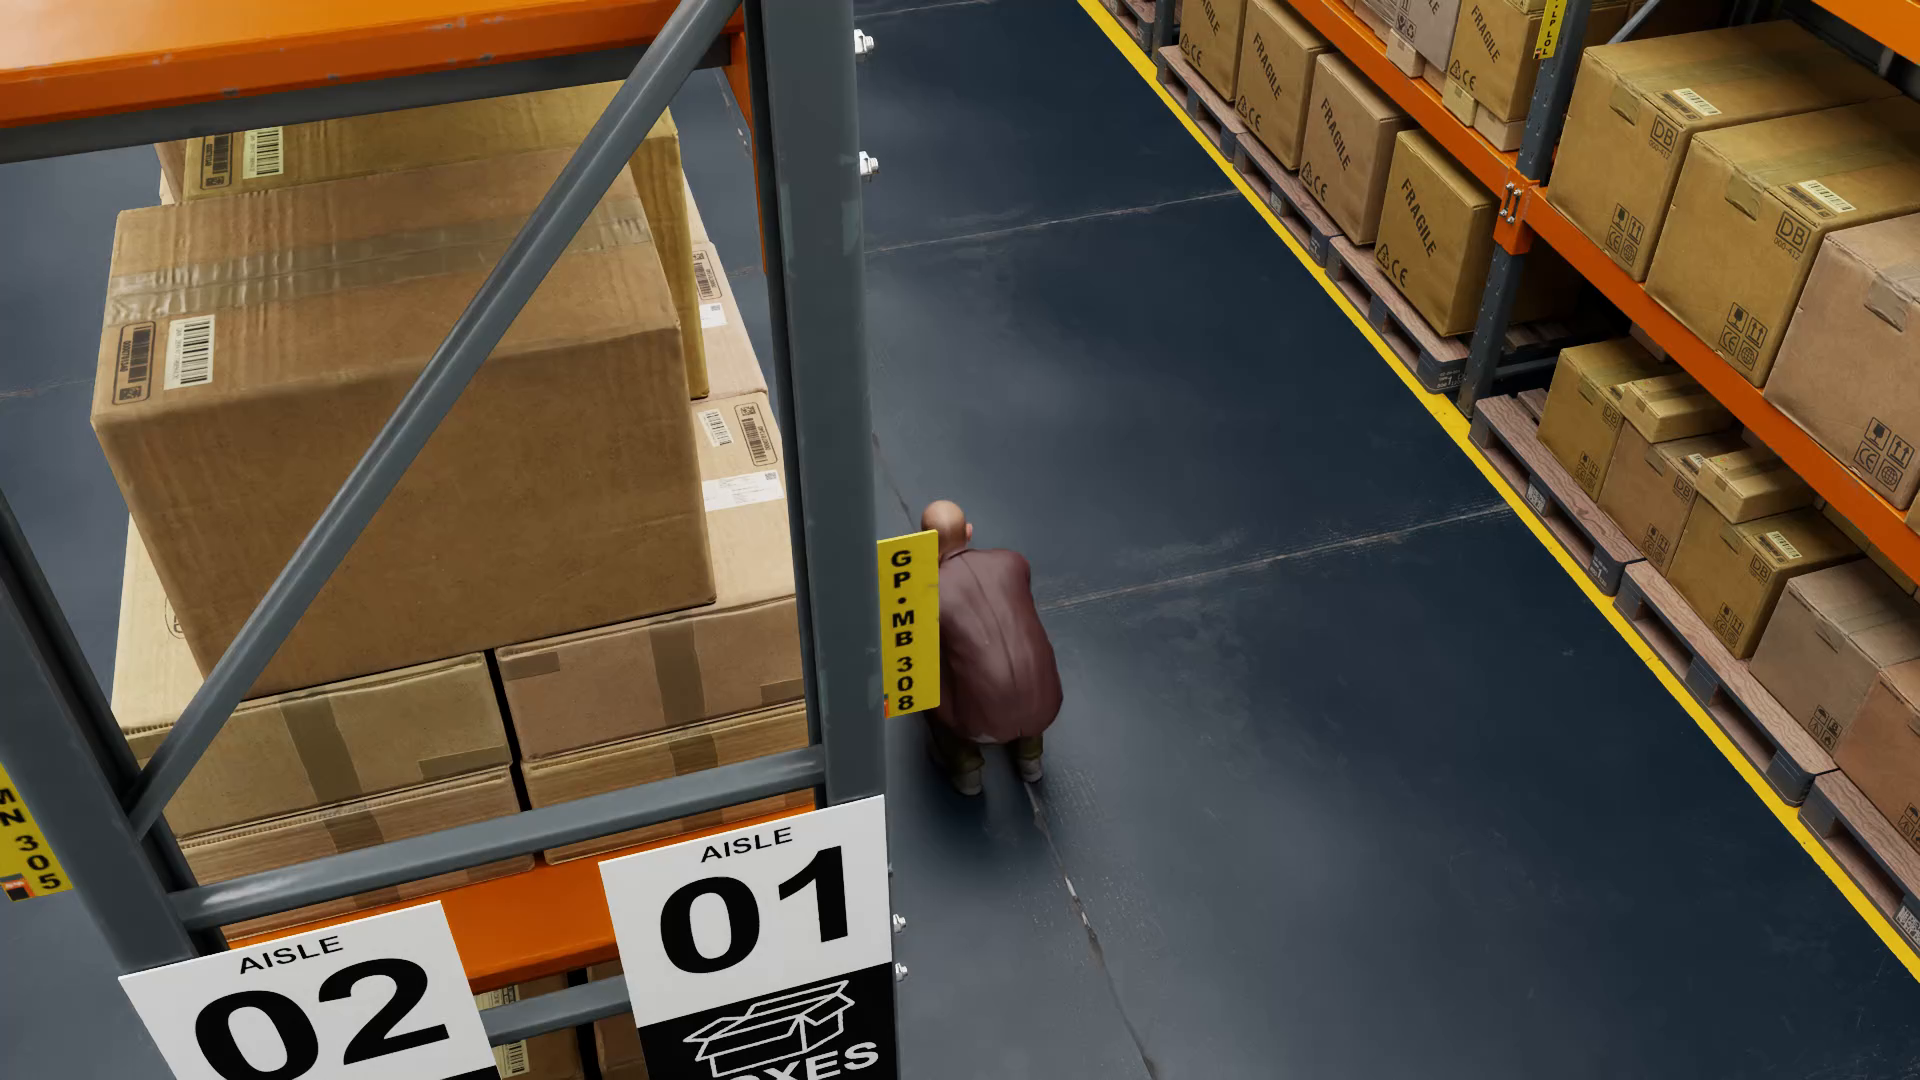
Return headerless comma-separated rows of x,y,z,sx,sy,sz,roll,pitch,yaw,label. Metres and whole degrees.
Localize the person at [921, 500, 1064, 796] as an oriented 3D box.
0.061,0.377,6.339,0.585,1.000,0.928,-12,43,-14,person
